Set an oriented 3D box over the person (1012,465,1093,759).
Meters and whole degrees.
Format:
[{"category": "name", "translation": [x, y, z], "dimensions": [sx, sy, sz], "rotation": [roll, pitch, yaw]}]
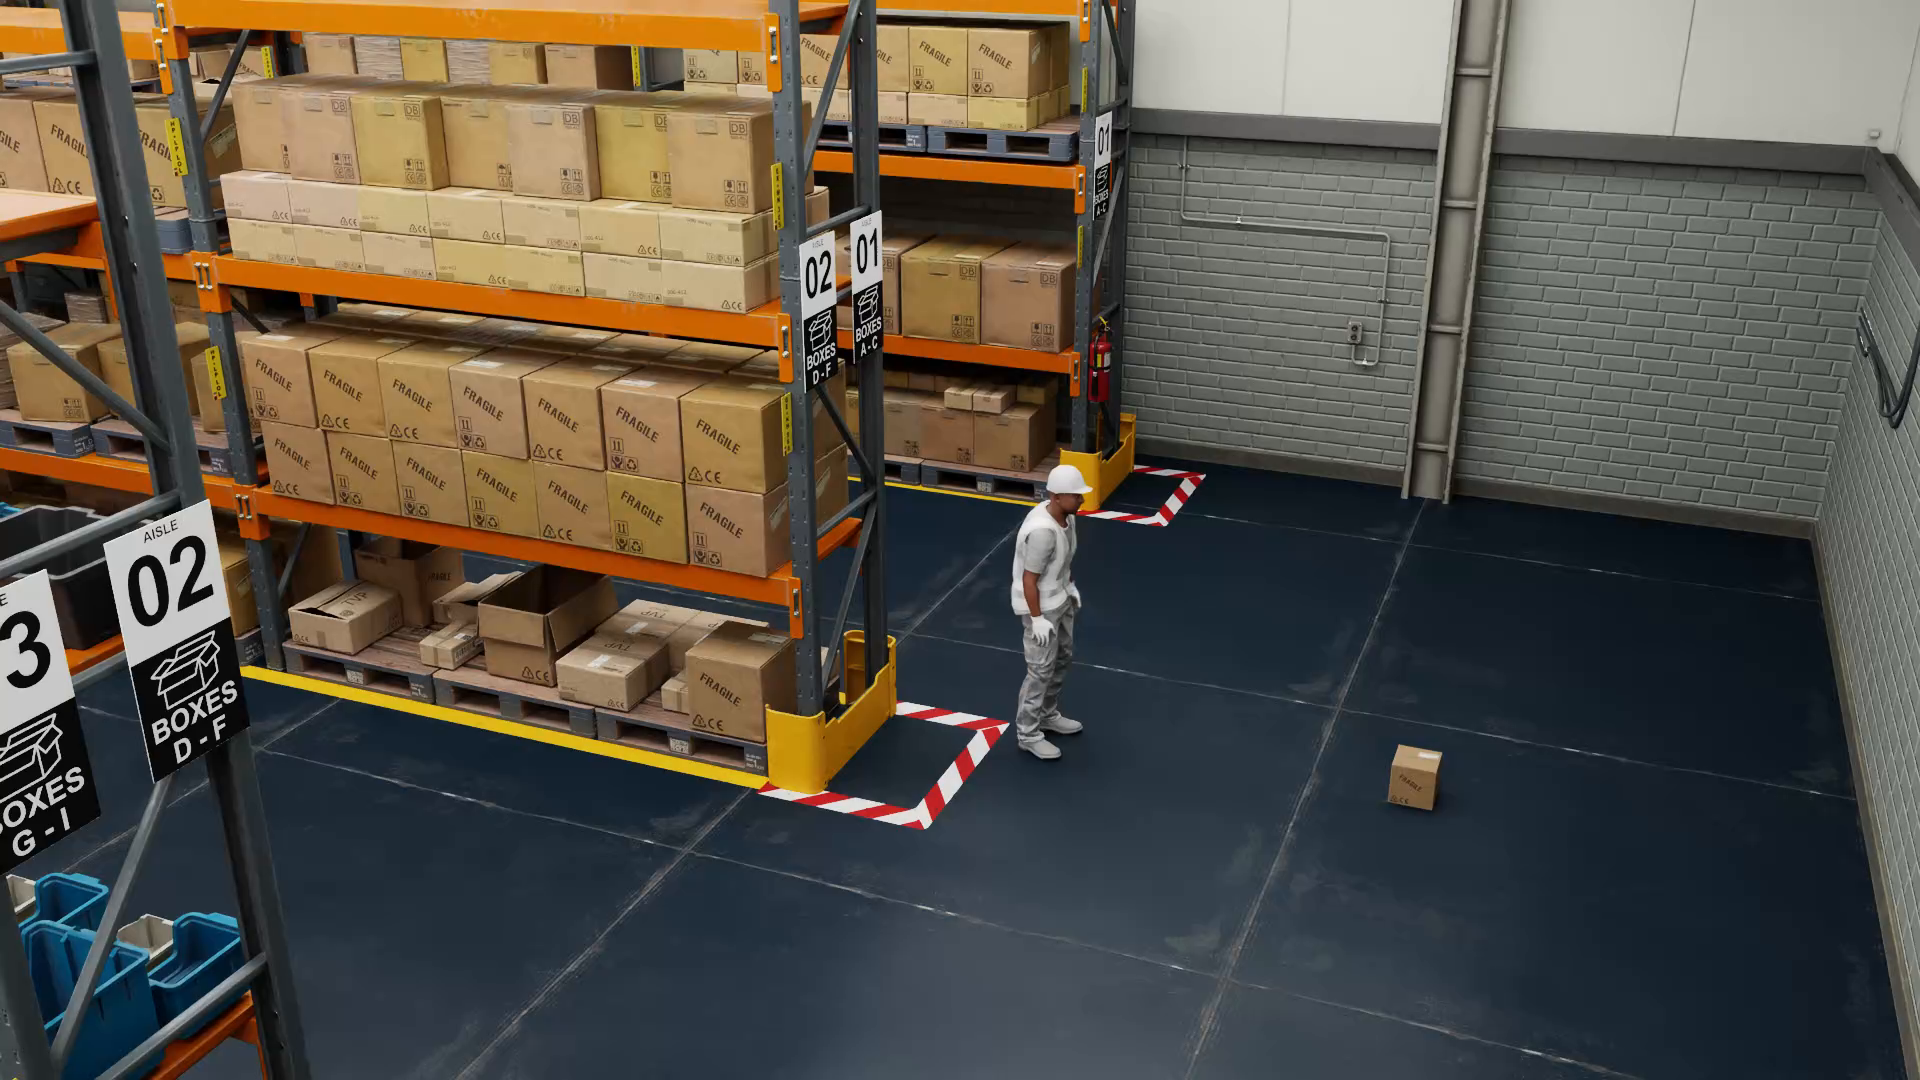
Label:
[{"category": "person", "translation": [0.549, 0.394, 9.952], "dimensions": [0.444, 1.776, 0.632], "rotation": [10, 24, 22]}]
